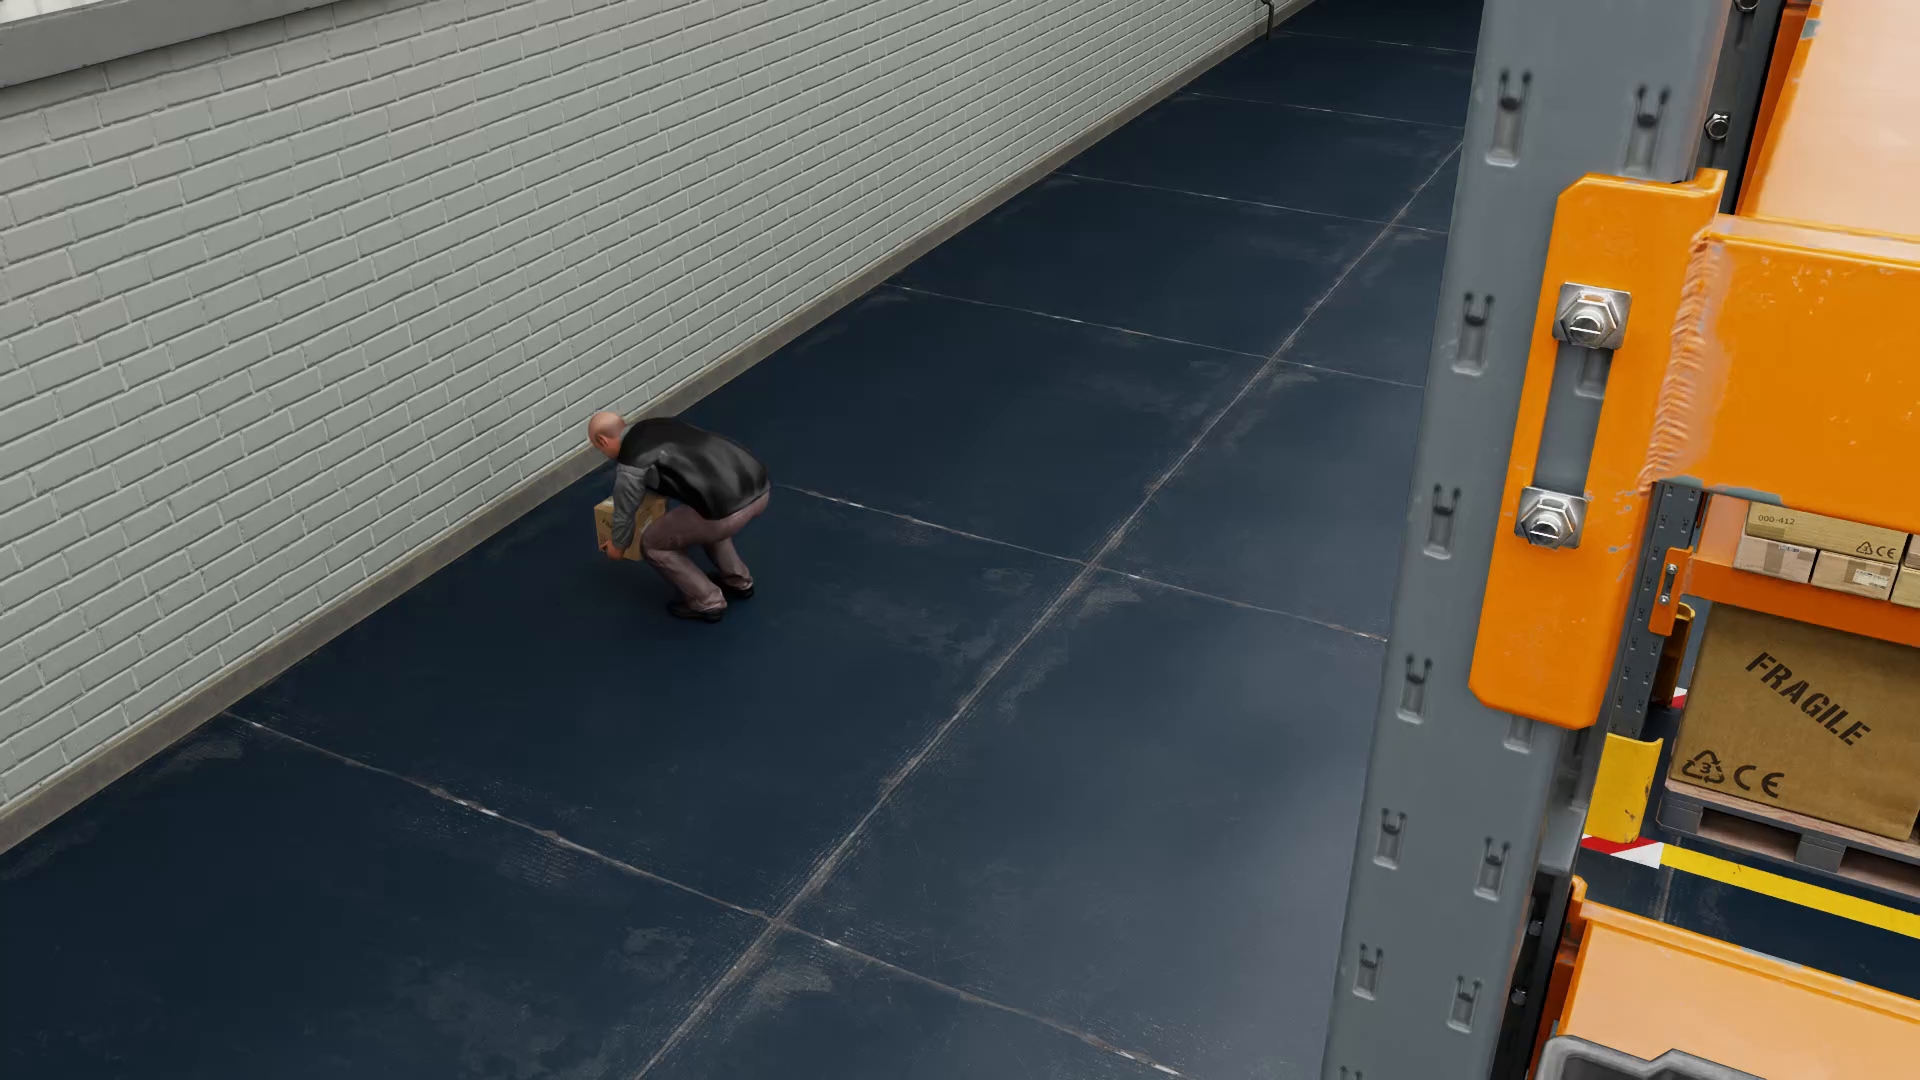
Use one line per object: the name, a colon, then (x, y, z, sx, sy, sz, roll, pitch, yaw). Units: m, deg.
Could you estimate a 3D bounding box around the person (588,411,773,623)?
person: (-1.375, -0.130, 8.155, 0.928, 0.954, 0.520, 13, 32, 22)
